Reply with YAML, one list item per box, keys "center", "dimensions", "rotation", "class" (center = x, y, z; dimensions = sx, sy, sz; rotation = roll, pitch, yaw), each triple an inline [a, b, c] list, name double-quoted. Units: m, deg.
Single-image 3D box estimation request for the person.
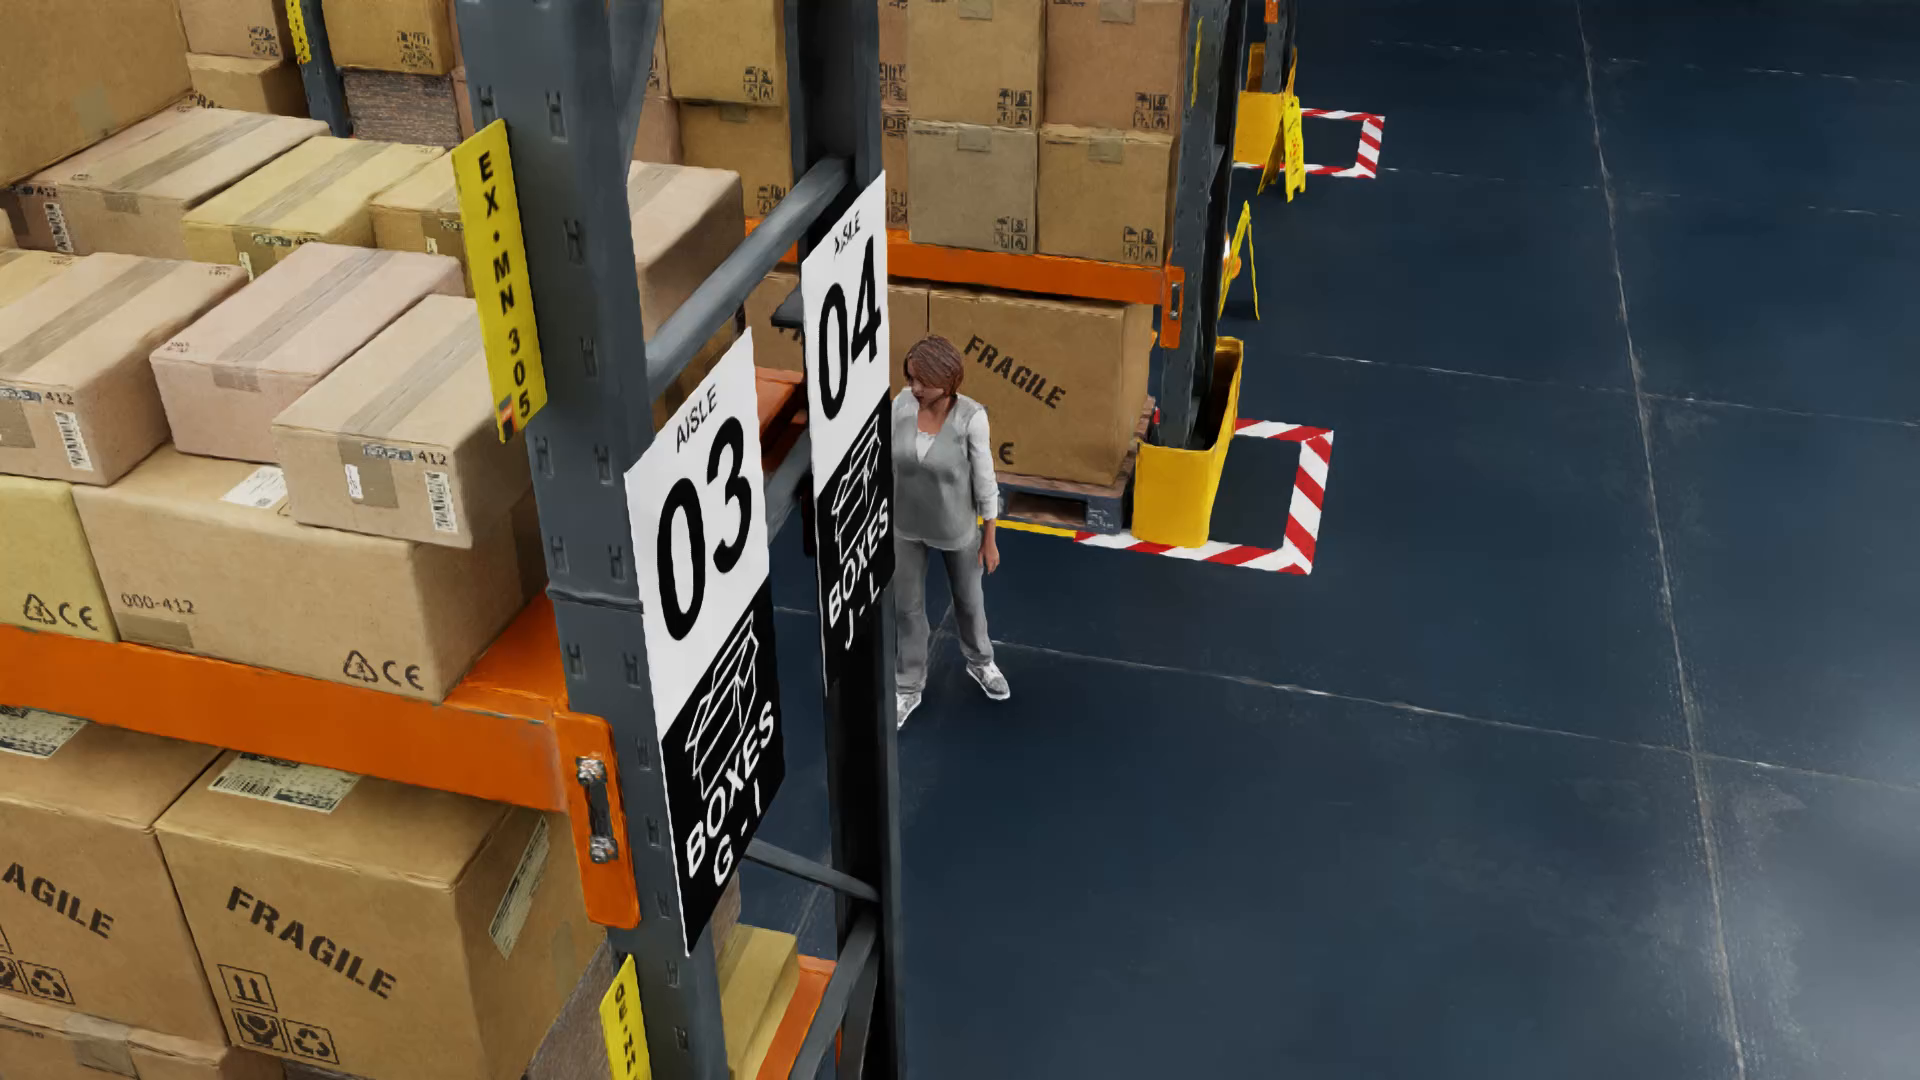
- center: [-0.112, -0.029, 6.175]
  dimensions: [0.594, 1.574, 0.533]
  rotation: [10, 35, 15]
  class: "person"
